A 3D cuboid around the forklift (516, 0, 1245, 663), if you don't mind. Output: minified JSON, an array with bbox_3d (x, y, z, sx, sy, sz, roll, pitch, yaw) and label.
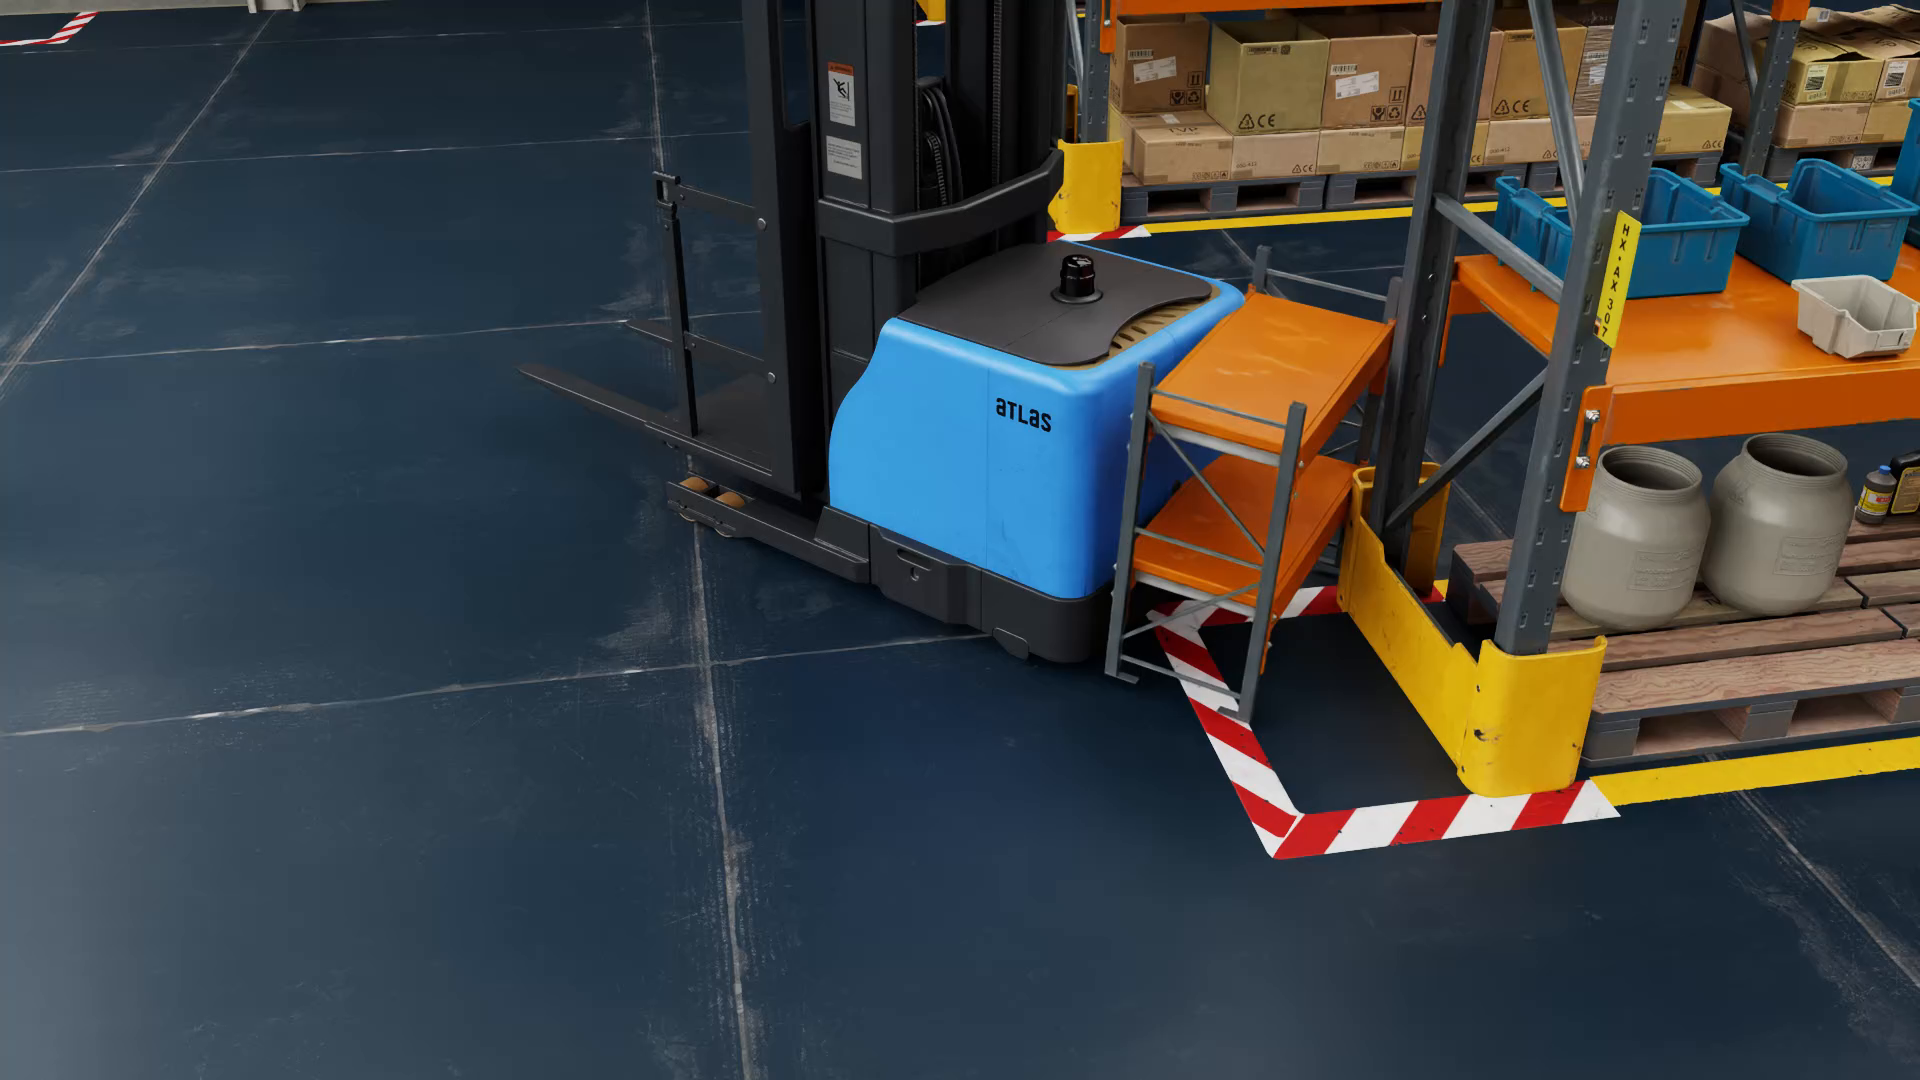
[{"bbox_3d":[-0.494,-1.462,5.844,3.031,2.935,1.130,22,37,32],"label":"forklift"}]

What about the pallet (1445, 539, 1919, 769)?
[{"bbox_3d":[2.395,0.303,5.527,1.213,0.211,1.003,-5,31,-9],"label":"pallet"}]

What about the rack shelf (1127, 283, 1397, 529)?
[{"bbox_3d":[0.972,-0.453,5.257,0.538,0.278,1.000,18,36,22],"label":"rack shelf"}]

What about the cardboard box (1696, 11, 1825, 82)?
[{"bbox_3d":[4.921,-3.050,10.223,0.500,0.311,0.500,-5,31,-9],"label":"cardboard box"}]

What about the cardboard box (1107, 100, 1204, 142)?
[{"bbox_3d":[1.114,-2.460,9.772,0.500,0.250,0.500,-5,31,-9],"label":"cardboard box"}]

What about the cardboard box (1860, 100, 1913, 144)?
[{"bbox_3d":[5.519,-2.588,9.990,0.500,0.250,0.500,-5,31,-8],"label":"cardboard box"}]

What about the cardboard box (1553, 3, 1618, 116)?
[{"bbox_3d":[3.664,-2.761,9.544,0.500,0.500,0.500,-5,31,-9],"label":"cardboard box"}]

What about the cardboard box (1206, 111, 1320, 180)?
[{"bbox_3d":[1.699,-2.249,9.414,0.500,0.250,0.500,-5,31,-9],"label":"cardboard box"}]

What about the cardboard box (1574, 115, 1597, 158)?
[{"bbox_3d":[3.664,-2.436,9.733,0.500,0.250,0.500,-5,31,-9],"label":"cardboard box"}]

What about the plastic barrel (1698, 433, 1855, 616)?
[{"bbox_3d":[2.655,-0.050,5.416,0.421,0.512,0.421,0,30,0],"label":"plastic barrel"}]

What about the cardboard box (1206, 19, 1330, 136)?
[{"bbox_3d":[1.699,-2.571,9.222,0.500,0.500,0.500,-5,31,-9],"label":"cardboard box"}]

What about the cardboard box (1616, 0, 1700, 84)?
[{"bbox_3d":[4.062,-3.066,10.063,0.500,0.500,0.500,-5,31,-9],"label":"cardboard box"}]

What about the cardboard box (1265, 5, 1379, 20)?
[{"bbox_3d":[2.095,-2.883,9.751,0.500,0.500,0.500,-5,31,-9],"label":"cardboard box"}]

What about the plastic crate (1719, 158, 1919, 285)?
[{"bbox_3d":[2.607,-0.985,5.112,0.408,0.251,0.499,-5,31,-9],"label":"plastic crate"}]

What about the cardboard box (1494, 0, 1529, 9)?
[{"bbox_3d":[3.078,-2.974,9.907,0.500,0.500,0.500,-5,31,-9],"label":"cardboard box"}]

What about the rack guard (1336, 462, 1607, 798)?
[{"bbox_3d":[1.595,0.250,5.332,0.348,0.500,1.175,-5,31,-9],"label":"rack guard"}]

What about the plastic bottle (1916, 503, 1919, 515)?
[{"bbox_3d":[3.509,-0.209,5.899,0.135,0.276,0.152,-5,31,-9],"label":"plastic bottle"}]

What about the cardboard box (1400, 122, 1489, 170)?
[{"bbox_3d":[2.683,-2.337,9.564,0.500,0.250,0.500,-5,31,-9],"label":"cardboard box"}]

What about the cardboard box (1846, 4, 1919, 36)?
[{"bbox_3d":[5.923,-3.145,10.385,0.500,0.311,0.500,-5,31,-9],"label":"cardboard box"}]

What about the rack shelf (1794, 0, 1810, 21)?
[{"bbox_3d":[6.542,-3.505,9.962,4.000,0.370,1.077,-5,31,-9],"label":"rack shelf"}]

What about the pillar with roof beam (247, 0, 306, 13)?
[{"bbox_3d":[-4.850,-6.124,7.787,0.400,9.000,9.100,-5,31,-9],"label":"pillar with roof beam"}]

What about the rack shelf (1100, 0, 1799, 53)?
[{"bbox_3d":[2.607,-3.140,9.341,4.000,0.370,1.077,-5,31,-9],"label":"rack shelf"}]

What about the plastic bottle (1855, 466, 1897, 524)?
[{"bbox_3d":[3.256,-0.167,5.902,0.097,0.201,0.097,0,30,0],"label":"plastic bottle"}]

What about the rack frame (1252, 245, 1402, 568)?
[{"bbox_3d":[1.200,-0.443,5.798,0.500,1.125,0.032,18,36,22],"label":"rack frame"}]

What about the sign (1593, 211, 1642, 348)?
[{"bbox_3d":[1.623,-0.642,4.110,0.005,0.325,0.100,-5,31,-9],"label":"sign"}]

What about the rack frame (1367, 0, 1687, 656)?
[{"bbox_3d":[1.528,-0.798,4.647,0.127,3.000,1.000,-5,31,-9],"label":"rack frame"}]

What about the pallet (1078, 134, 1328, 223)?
[{"bbox_3d":[1.385,-2.156,9.709,1.213,0.211,1.003,-5,31,-9],"label":"pallet"}]

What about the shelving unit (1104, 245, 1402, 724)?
[{"bbox_3d":[0.960,-0.207,5.416,0.538,1.125,1.048,18,36,22],"label":"shelving unit"}]

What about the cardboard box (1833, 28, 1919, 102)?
[{"bbox_3d":[5.519,-2.827,9.843,0.500,0.311,0.500,-6,31,-10],"label":"cardboard box"}]

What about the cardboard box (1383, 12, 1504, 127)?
[{"bbox_3d":[2.683,-2.660,9.373,0.500,0.500,0.500,-5,31,-9],"label":"cardboard box"}]

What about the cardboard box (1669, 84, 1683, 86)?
[{"bbox_3d":[4.064,-2.737,10.244,0.500,0.250,0.500,-5,31,-9],"label":"cardboard box"}]

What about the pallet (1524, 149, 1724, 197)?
[{"bbox_3d":[3.785,-2.379,10.088,1.213,0.211,1.003,-5,31,-9],"label":"pallet"}]

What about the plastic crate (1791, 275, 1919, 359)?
[{"bbox_3d":[2.467,-0.605,4.580,0.250,0.136,0.298,-5,31,-9],"label":"plastic crate"}]
